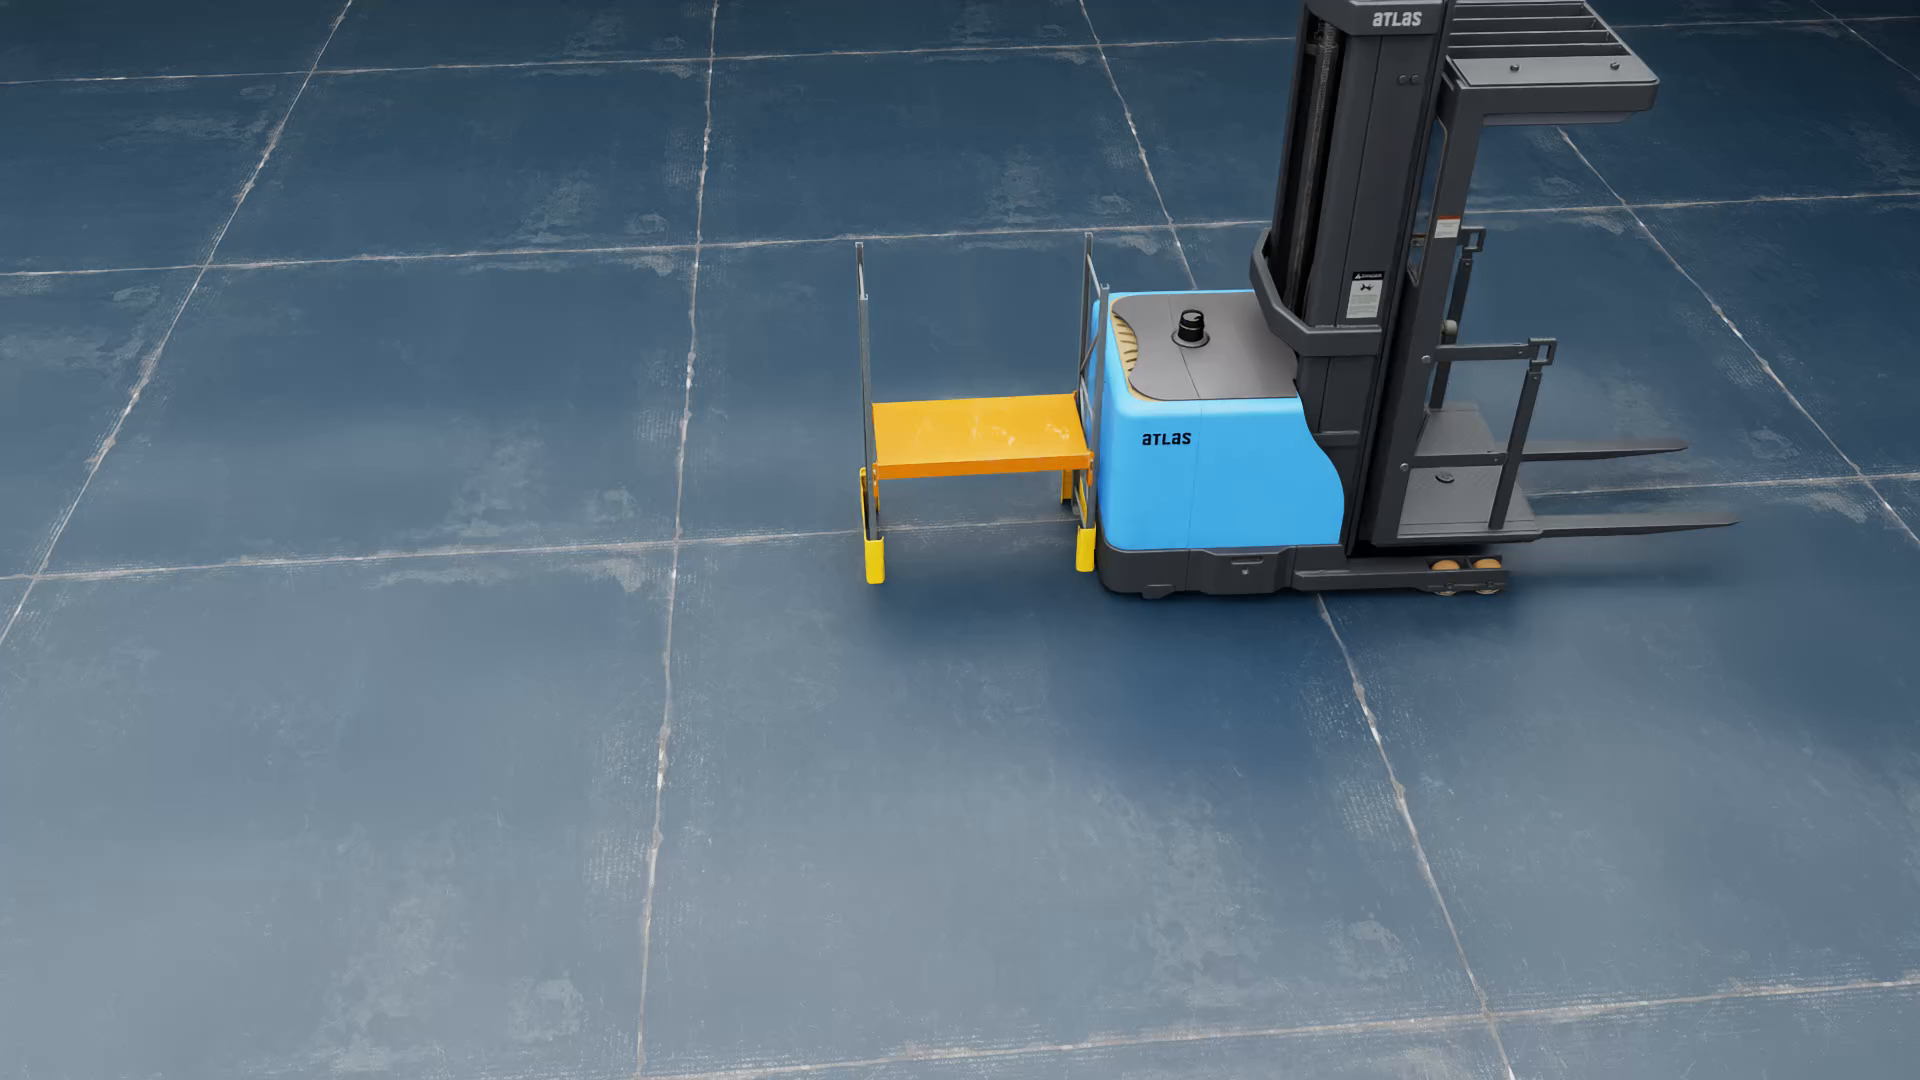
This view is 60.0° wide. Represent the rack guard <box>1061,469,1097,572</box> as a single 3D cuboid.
[{"bbox_3d":[0.572,-0.129,8.034,0.087,0.250,0.587,-3,38,-4],"label":"rack guard"}]

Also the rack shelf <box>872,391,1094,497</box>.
[{"bbox_3d":[0.085,-0.452,7.725,1.000,0.185,0.538,-3,38,-4],"label":"rack shelf"}]

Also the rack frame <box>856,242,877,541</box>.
[{"bbox_3d":[-0.422,-0.566,7.578,0.032,1.500,0.500,-3,38,-4],"label":"rack frame"}]

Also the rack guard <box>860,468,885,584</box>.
[{"bbox_3d":[-0.420,-0.075,7.965,0.087,0.250,0.587,-3,38,-4],"label":"rack guard"}]

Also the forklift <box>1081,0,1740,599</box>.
[{"bbox_3d":[2.144,-1.220,7.252,3.031,2.935,1.130,-2,38,-2],"label":"forklift"}]

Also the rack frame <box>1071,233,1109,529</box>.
[{"bbox_3d":[0.591,-0.621,7.649,0.032,1.500,0.500,-3,38,-4],"label":"rack frame"}]

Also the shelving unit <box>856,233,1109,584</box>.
[{"bbox_3d":[0.076,-0.593,7.613,1.083,1.500,0.587,-3,38,-4],"label":"shelving unit"}]
